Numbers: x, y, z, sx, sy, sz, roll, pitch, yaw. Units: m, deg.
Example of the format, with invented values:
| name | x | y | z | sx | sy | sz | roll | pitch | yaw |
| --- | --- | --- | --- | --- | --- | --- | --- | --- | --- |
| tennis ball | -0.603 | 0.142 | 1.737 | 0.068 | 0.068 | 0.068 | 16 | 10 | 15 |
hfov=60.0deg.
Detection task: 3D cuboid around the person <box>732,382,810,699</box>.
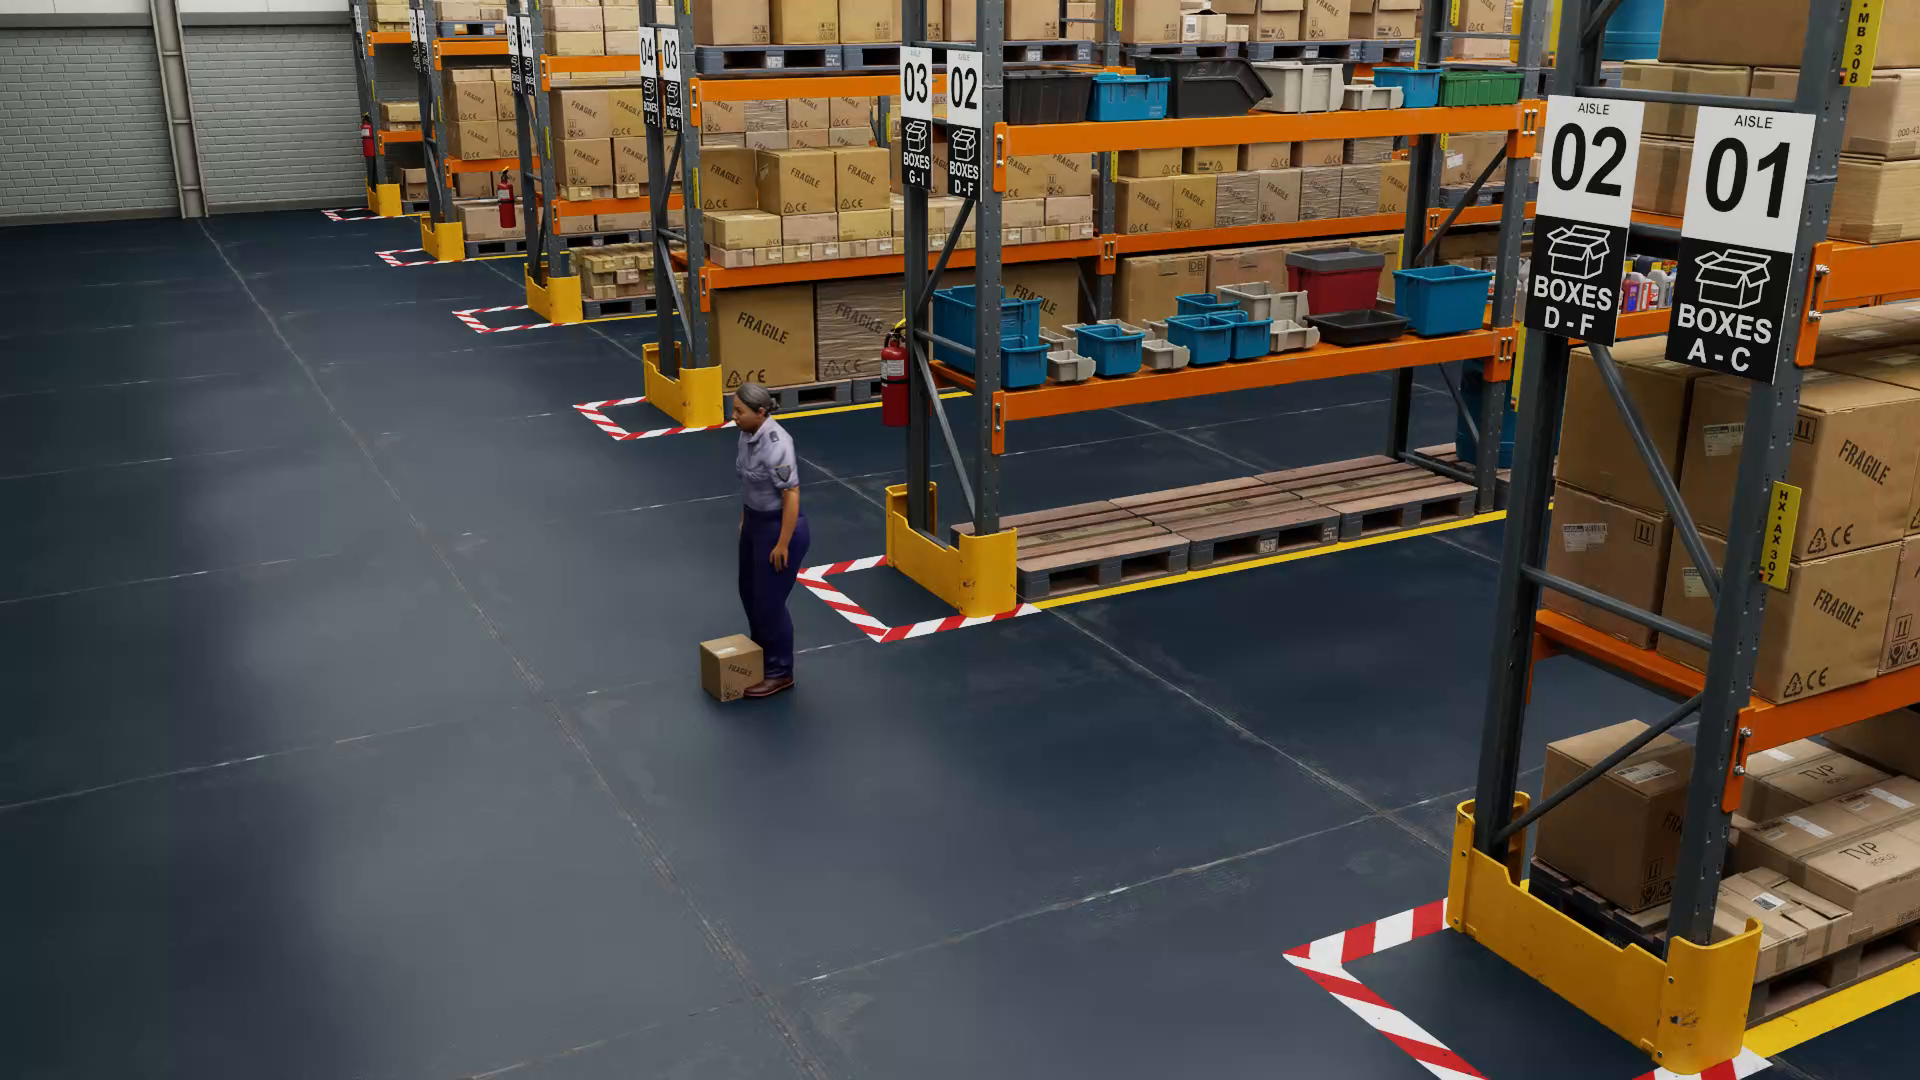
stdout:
| name | x | y | z | sx | sy | sz | roll | pitch | yaw |
| --- | --- | --- | --- | --- | --- | --- | --- | --- | --- |
| person | -1.016 | -0.022 | 8.646 | 0.415 | 1.647 | 0.546 | -10 | 21 | -27 |
